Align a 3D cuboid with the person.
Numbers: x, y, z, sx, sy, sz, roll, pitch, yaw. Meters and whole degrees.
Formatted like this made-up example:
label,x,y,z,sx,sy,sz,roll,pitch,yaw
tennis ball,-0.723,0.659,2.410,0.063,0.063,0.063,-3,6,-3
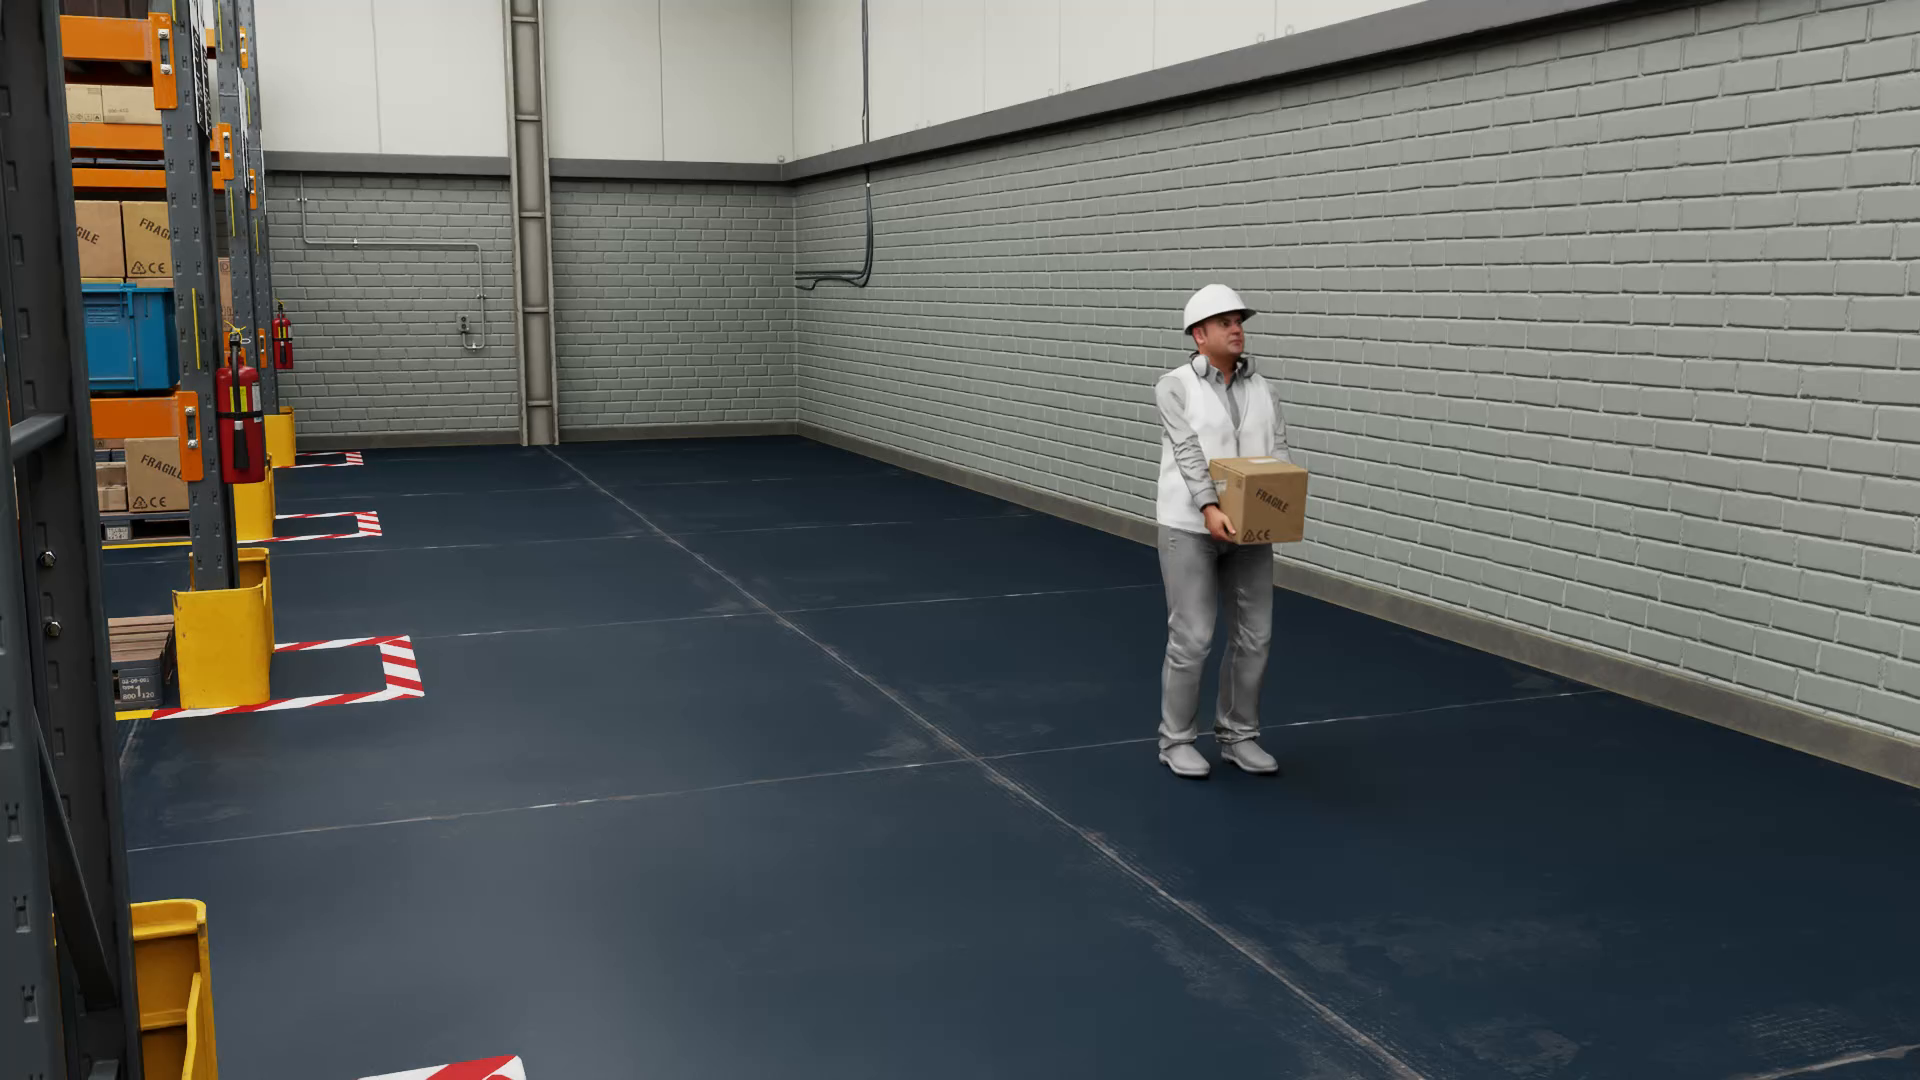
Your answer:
label,x,y,z,sx,sy,sz,roll,pitch,yaw
person,0.978,-0.029,5.992,0.494,1.762,0.556,-3,9,-21
